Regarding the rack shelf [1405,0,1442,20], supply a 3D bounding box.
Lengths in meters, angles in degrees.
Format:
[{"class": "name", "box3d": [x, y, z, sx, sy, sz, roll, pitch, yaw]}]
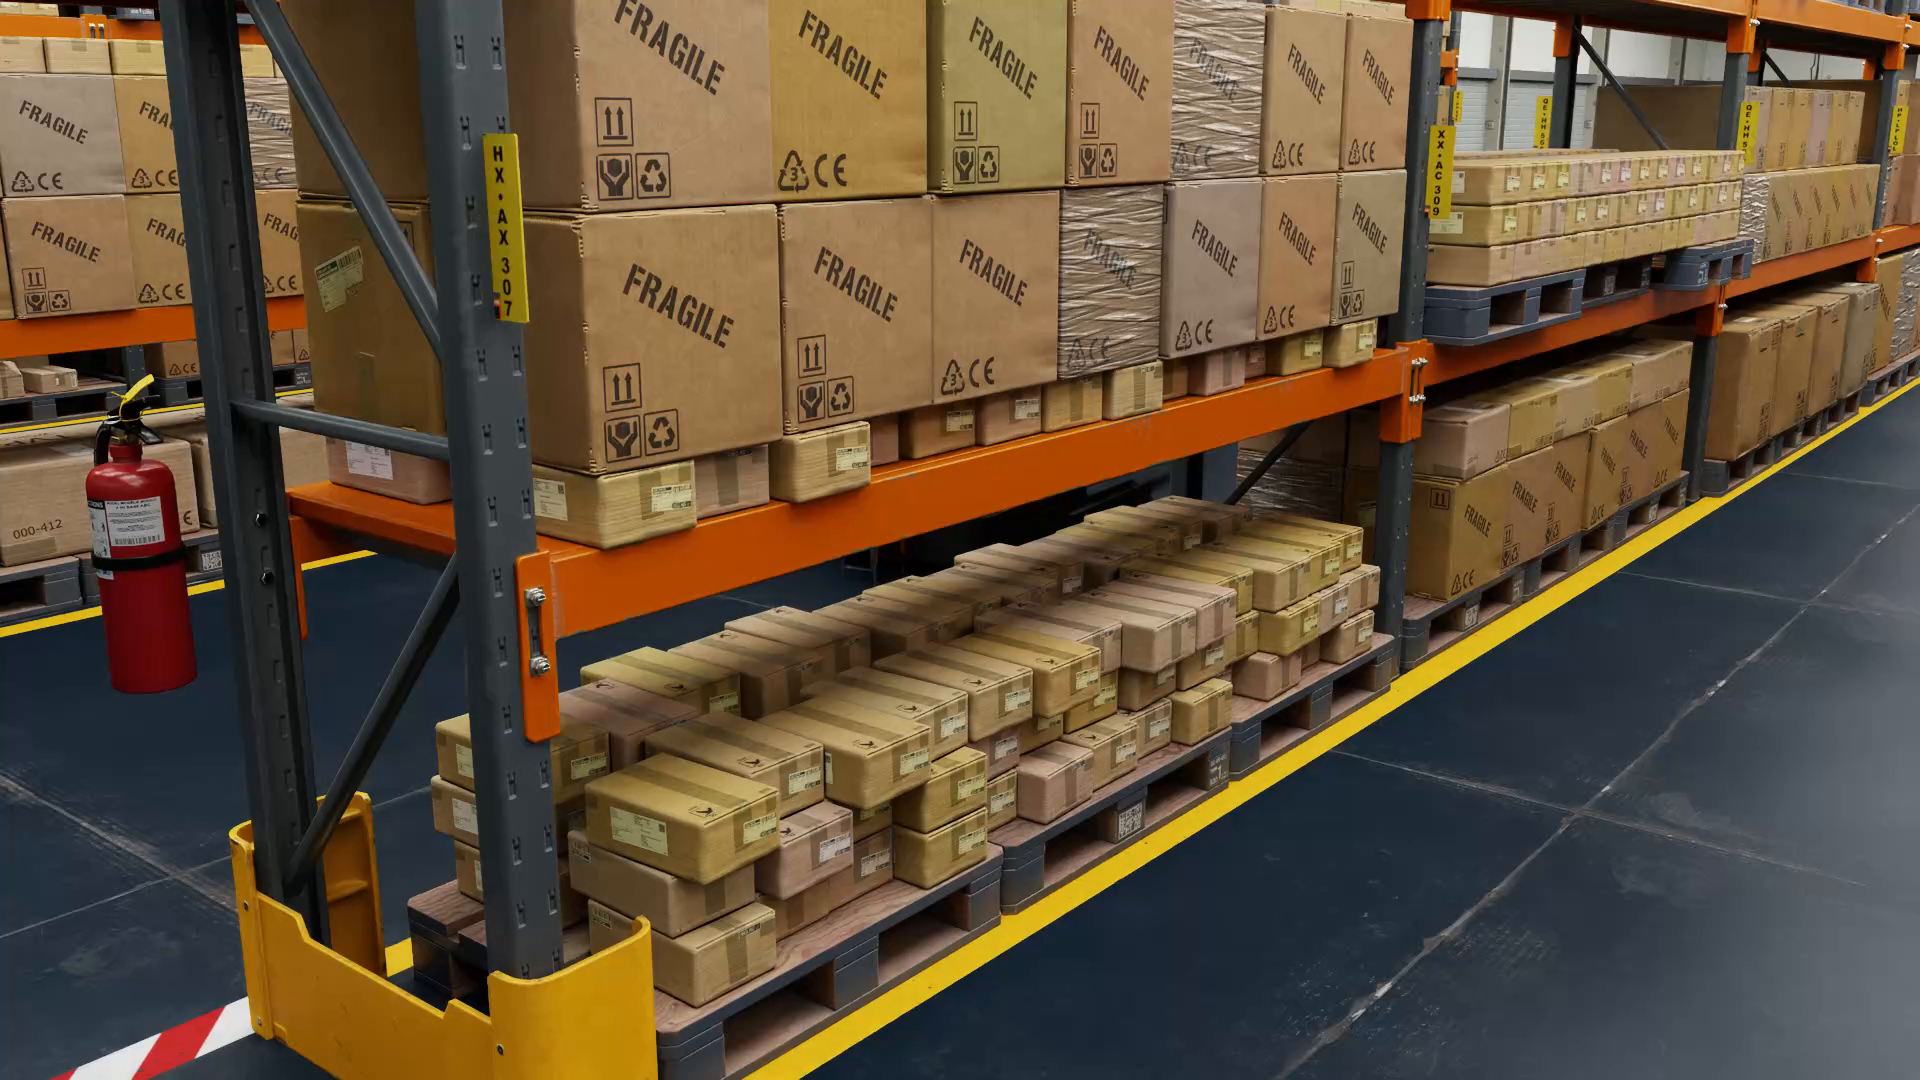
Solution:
[{"class": "rack shelf", "box3d": [0.032, -1.702, 4.598, 1.077, 0.370, 4.000, 11, 18, 38]}]

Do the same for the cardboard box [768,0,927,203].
[{"class": "cardboard box", "box3d": [-0.424, -1.033, 3.760, 0.500, 0.500, 0.500, 12, 19, 39]}]

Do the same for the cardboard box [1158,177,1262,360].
[{"class": "cardboard box", "box3d": [0.564, -0.841, 5.036, 0.500, 0.500, 0.500, 11, 18, 37]}]

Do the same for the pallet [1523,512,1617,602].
[{"class": "pallet", "box3d": [2.543, -0.012, 8.241, 1.003, 0.211, 1.213, 11, 18, 38]}]

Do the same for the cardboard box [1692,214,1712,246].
[{"class": "cardboard box", "box3d": [3.532, -1.565, 8.349, 0.380, 0.149, 0.250, 12, 18, 38]}]

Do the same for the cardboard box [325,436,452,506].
[{"class": "cardboard box", "box3d": [-1.240, -0.198, 3.820, 0.380, 0.149, 0.250, 11, 18, 38]}]

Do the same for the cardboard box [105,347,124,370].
[{"class": "cardboard box", "box3d": [-6.409, -1.625, 13.153, 0.500, 0.500, 0.500, 11, 18, 37]}]

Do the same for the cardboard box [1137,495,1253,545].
[{"class": "cardboard box", "box3d": [0.911, -0.056, 6.479, 0.380, 0.149, 0.250, 12, 19, 40]}]

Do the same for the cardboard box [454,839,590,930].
[{"class": "cardboard box", "box3d": [-1.057, 0.832, 4.194, 0.380, 0.149, 0.250, 12, 18, 38]}]

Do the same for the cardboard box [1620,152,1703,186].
[{"class": "cardboard box", "box3d": [3.362, -1.801, 8.070, 0.380, 0.149, 0.250, 12, 19, 39]}]

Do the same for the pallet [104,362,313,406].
[{"class": "pallet", "box3d": [-6.006, -1.304, 13.326, 1.003, 0.211, 1.213, 11, 18, 38]}]

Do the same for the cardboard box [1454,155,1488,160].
[{"class": "cardboard box", "box3d": [2.209, -1.706, 7.696, 0.380, 0.149, 0.250, 10, 18, 35]}]

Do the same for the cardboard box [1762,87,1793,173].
[{"class": "cardboard box", "box3d": [4.730, -2.559, 10.369, 0.700, 0.500, 0.500, 11, 18, 37]}]

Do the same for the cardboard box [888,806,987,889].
[{"class": "cardboard box", "box3d": [-0.149, 0.771, 4.435, 0.380, 0.149, 0.250, 12, 18, 38]}]

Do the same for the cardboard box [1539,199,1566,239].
[{"class": "cardboard box", "box3d": [2.217, -1.309, 6.737, 0.380, 0.149, 0.250, 12, 18, 39]}]

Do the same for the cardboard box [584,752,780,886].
[{"class": "cardboard box", "box3d": [-0.632, 0.629, 3.785, 0.380, 0.149, 0.250, 10, 17, 35]}]

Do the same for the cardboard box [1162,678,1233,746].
[{"class": "cardboard box", "box3d": [0.657, 0.525, 5.402, 0.380, 0.149, 0.250, 11, 18, 37]}]

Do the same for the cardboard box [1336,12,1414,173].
[{"class": "cardboard box", "box3d": [1.204, -1.525, 5.695, 0.500, 0.500, 0.500, 10, 18, 36]}]

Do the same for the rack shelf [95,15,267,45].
[{"class": "rack shelf", "box3d": [-5.231, -3.982, 13.573, 1.077, 0.370, 4.000, 11, 18, 38]}]

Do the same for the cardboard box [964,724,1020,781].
[{"class": "cardboard box", "box3d": [-0.057, 0.558, 4.668, 0.380, 0.149, 0.250, 10, 17, 35]}]

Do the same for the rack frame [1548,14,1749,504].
[{"class": "rack frame", "box3d": [3.803, -1.745, 9.402, 1.000, 3.000, 0.127, 11, 18, 38]}]

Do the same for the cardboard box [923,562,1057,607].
[{"class": "cardboard box", "box3d": [0.095, 0.198, 5.478, 0.380, 0.149, 0.250, 10, 18, 35]}]

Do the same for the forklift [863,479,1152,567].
[{"class": "forklift", "box3d": [0.416, -1.593, 8.941, 1.130, 2.935, 3.031, 8, 16, 30]}]

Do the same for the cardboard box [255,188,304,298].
[{"class": "cardboard box", "box3d": [-3.341, -1.448, 8.029, 0.500, 0.500, 0.500, 11, 18, 37]}]

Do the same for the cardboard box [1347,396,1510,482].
[{"class": "cardboard box", "box3d": [1.959, -0.436, 6.946, 0.500, 0.250, 0.500, 10, 18, 35]}]

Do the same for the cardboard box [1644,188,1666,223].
[{"class": "cardboard box", "box3d": [3.037, -1.559, 7.721, 0.380, 0.149, 0.250, 12, 18, 39]}]

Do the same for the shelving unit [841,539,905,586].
[{"class": "shelving unit", "box3d": [-0.412, -0.331, 7.795, 0.215, 1.050, 0.252, 8, 16, 30]}]

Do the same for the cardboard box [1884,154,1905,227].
[{"class": "cardboard box", "box3d": [6.868, -2.766, 13.113, 0.875, 0.550, 0.550, 11, 18, 38]}]

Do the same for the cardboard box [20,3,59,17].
[{"class": "cardboard box", "box3d": [-6.484, -3.711, 11.557, 0.380, 0.149, 0.250, 11, 18, 37]}]

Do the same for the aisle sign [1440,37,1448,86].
[{"class": "aisle sign", "box3d": [5.182, -5.251, 17.922, 0.394, 0.787, 0.004, 11, 18, 38]}]

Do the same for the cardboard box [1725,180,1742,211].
[{"class": "cardboard box", "box3d": [3.846, -1.806, 8.695, 0.380, 0.149, 0.250, 12, 18, 39]}]

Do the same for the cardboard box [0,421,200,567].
[{"class": "cardboard box", "box3d": [-4.233, -0.240, 7.827, 0.875, 0.438, 0.875, 12, 18, 39]}]

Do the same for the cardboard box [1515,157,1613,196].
[{"class": "cardboard box", "box3d": [2.547, -1.553, 7.095, 0.380, 0.149, 0.250, 11, 18, 37]}]

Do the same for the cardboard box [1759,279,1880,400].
[{"class": "cardboard box", "box3d": [5.997, -1.492, 12.120, 1.050, 0.750, 0.750, 11, 18, 37]}]

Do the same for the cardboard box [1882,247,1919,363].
[{"class": "cardboard box", "box3d": [7.330, -1.968, 13.740, 0.875, 0.875, 0.875, 11, 18, 38]}]

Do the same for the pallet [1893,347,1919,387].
[{"class": "pallet", "box3d": [7.622, -1.528, 14.210, 1.003, 0.211, 1.213, 11, 18, 38]}]

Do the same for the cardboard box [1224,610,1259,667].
[{"class": "cardboard box", "box3d": [0.789, 0.305, 5.664, 0.380, 0.149, 0.250, 11, 18, 38]}]

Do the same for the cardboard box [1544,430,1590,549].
[{"class": "cardboard box", "box3d": [2.609, -0.276, 7.841, 0.500, 0.500, 0.500, 12, 18, 38]}]

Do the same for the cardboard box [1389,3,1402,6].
[{"class": "cardboard box", "box3d": [4.237, -5.451, 16.786, 0.380, 0.149, 0.250, 11, 18, 38]}]

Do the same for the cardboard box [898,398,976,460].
[{"class": "cardboard box", "box3d": [-0.182, -0.320, 4.302, 0.380, 0.149, 0.250, 11, 18, 37]}]

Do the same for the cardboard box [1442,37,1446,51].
[{"class": "cardboard box", "box3d": [4.911, -5.245, 17.594, 0.380, 0.149, 0.250, 11, 18, 38]}]

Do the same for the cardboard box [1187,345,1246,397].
[{"class": "cardboard box", "box3d": [0.671, -0.556, 5.231, 0.380, 0.149, 0.250, 10, 18, 35]}]

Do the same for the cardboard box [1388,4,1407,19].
[{"class": "cardboard box", "box3d": [4.166, -5.214, 16.662, 0.500, 0.250, 0.500, 12, 18, 39]}]

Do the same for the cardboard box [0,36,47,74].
[{"class": "cardboard box", "box3d": [-4.063, -2.038, 7.000, 0.380, 0.149, 0.250, 11, 18, 38]}]

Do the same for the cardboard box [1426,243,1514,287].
[{"class": "cardboard box", "box3d": [1.894, -1.066, 6.382, 0.380, 0.149, 0.250, 10, 17, 35]}]

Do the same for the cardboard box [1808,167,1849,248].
[{"class": "cardboard box", "box3d": [5.562, -2.225, 11.087, 0.500, 0.500, 0.500, 11, 18, 38]}]

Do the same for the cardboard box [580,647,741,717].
[{"class": "cardboard box", "box3d": [-0.823, 0.427, 4.577, 0.380, 0.149, 0.250, 11, 18, 36]}]

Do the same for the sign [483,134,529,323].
[{"class": "sign", "box3d": [-0.803, -0.549, 2.934, 0.100, 0.325, 0.005, 11, 18, 38]}]

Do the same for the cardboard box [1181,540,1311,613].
[{"class": "cardboard box", "box3d": [0.987, 0.123, 5.777, 0.380, 0.149, 0.250, 11, 18, 37]}]

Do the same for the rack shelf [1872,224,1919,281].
[{"class": "rack shelf", "box3d": [7.574, -2.546, 14.013, 1.077, 0.370, 4.000, 11, 18, 38]}]

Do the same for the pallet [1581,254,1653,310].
[{"class": "pallet", "box3d": [2.591, -1.267, 7.908, 1.003, 0.211, 1.213, 11, 18, 38]}]

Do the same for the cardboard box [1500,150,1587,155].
[{"class": "cardboard box", "box3d": [3.037, -1.959, 8.691, 0.380, 0.149, 0.250, 11, 18, 37]}]

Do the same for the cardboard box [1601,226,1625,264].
[{"class": "cardboard box", "box3d": [2.711, -1.316, 7.370, 0.380, 0.149, 0.250, 11, 18, 37]}]

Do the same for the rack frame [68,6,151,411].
[{"class": "rack frame", "box3d": [-6.488, -2.494, 12.346, 1.000, 3.000, 0.127, 11, 18, 38]}]

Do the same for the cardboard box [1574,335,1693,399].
[{"class": "cardboard box", "box3d": [3.577, -0.929, 8.890, 0.500, 0.250, 0.500, 11, 18, 36]}]

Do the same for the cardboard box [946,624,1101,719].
[{"class": "cardboard box", "box3d": [0.180, 0.374, 4.789, 0.380, 0.149, 0.250, 12, 18, 38]}]
